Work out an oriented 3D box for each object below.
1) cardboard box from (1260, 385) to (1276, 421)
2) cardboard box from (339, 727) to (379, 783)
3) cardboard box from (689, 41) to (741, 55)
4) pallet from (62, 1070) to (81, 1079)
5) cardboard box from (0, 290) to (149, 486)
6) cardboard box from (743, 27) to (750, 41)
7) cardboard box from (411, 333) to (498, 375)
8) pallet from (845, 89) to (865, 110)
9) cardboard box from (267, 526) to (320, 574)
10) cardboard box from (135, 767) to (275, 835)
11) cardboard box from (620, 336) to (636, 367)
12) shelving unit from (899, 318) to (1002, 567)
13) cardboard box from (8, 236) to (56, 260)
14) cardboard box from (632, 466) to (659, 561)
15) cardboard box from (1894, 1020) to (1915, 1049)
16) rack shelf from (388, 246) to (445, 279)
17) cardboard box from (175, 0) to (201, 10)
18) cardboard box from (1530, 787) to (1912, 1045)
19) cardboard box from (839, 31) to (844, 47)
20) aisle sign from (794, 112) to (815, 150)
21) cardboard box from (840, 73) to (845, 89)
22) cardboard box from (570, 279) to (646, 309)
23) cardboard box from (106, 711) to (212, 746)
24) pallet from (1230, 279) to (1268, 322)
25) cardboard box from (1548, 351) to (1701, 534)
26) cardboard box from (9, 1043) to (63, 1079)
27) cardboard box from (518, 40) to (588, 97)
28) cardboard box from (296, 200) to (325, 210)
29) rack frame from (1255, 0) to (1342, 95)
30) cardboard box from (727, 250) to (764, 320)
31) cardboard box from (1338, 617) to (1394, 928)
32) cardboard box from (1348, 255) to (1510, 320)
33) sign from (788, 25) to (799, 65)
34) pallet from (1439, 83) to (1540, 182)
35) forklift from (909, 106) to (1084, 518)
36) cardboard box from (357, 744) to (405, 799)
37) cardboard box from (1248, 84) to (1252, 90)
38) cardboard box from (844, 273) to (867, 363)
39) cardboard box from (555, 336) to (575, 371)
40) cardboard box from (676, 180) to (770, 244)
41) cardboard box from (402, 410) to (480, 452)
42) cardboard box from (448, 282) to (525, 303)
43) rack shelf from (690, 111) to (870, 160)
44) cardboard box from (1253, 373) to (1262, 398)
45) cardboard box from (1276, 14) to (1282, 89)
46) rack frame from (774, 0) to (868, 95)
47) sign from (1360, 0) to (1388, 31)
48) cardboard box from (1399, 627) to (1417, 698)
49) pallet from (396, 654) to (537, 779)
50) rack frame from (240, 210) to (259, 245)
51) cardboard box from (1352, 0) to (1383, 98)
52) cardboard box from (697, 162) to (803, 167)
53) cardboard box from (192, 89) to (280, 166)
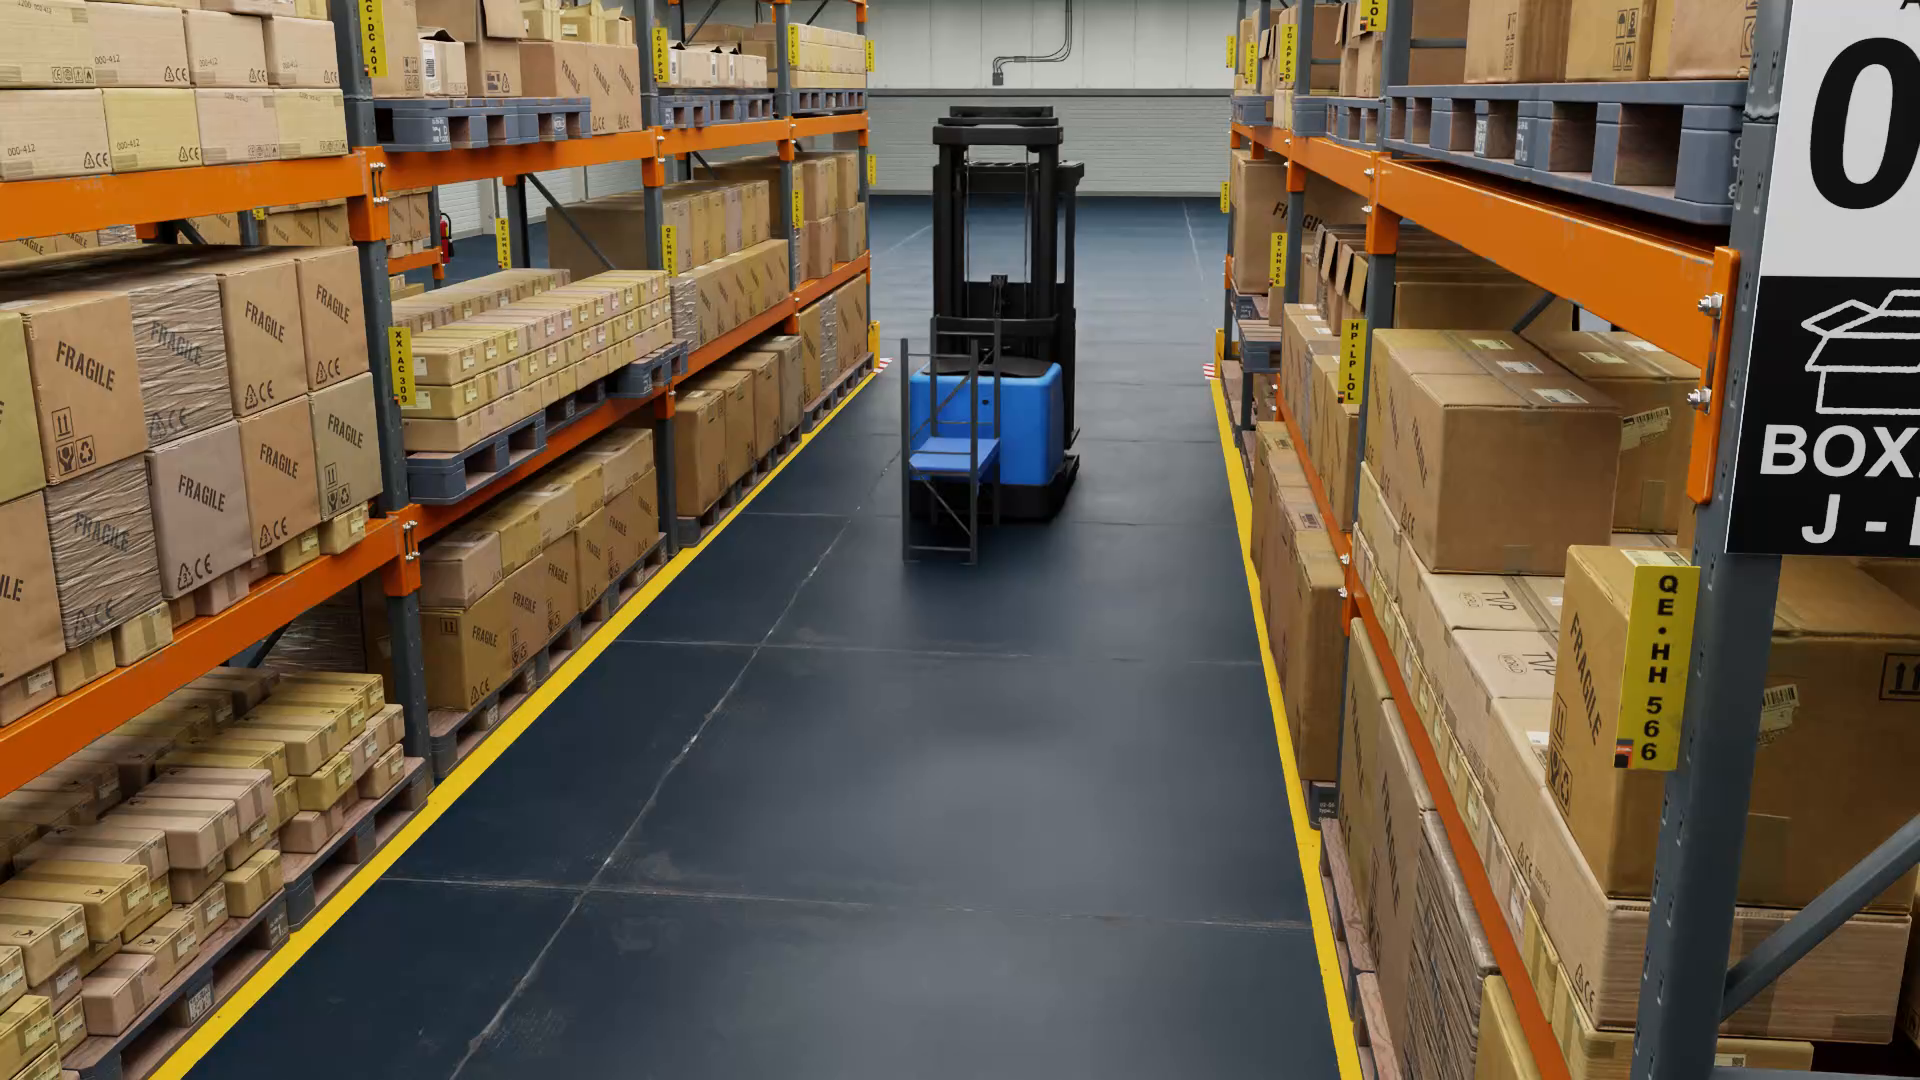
[{"bbox_3d":[2.786,-0.947,13.365,0.700,0.500,0.500,2,15,6],"label":"cardboard box"},{"bbox_3d":[-2.608,0.871,6.783,0.380,0.149,0.250,1,15,4],"label":"cardboard box"},{"bbox_3d":[-2.167,-4.301,14.797,0.500,0.250,0.500,2,15,6],"label":"cardboard box"},{"bbox_3d":[-3.186,1.833,4.478,1.003,0.211,1.213,2,15,6],"label":"pallet"},{"bbox_3d":[-2.822,-0.464,4.955,0.500,0.500,0.500,1,15,4],"label":"cardboard box"},{"bbox_3d":[-2.157,-4.658,15.353,0.380,0.149,0.250,2,15,7],"label":"cardboard box"},{"bbox_3d":[-2.343,-0.851,7.598,0.380,0.149,0.250,2,15,8],"label":"cardboard box"},{"bbox_3d":[-1.589,-4.646,17.519,1.003,0.211,1.213,2,15,6],"label":"pallet"},{"bbox_3d":[-2.680,0.019,6.327,0.380,0.149,0.250,2,15,8],"label":"cardboard box"},{"bbox_3d":[-2.708,0.936,5.973,0.380,0.149,0.250,1,15,4],"label":"cardboard box"},{"bbox_3d":[-2.108,-1.103,9.670,0.380,0.149,0.250,1,15,6],"label":"cardboard box"},{"bbox_3d":[-0.051,-0.692,11.349,0.538,1.500,1.048,3,15,9],"label":"shelving unit"},{"bbox_3d":[-7.016,-2.118,12.181,0.500,0.500,0.500,2,15,9],"label":"cardboard box"},{"bbox_3d":[-2.233,-0.176,10.550,0.500,0.500,0.500,2,15,6],"label":"cardboard box"},{"bbox_3d":[1.991,0.861,3.212,0.380,0.149,0.250,1,15,5],"label":"cardboard box"},{"bbox_3d":[-6.672,-2.687,17.230,1.077,0.370,4.000,2,15,6],"label":"rack shelf"},{"bbox_3d":[-2.786,-1.843,5.550,0.380,0.149,0.250,2,15,8],"label":"cardboard box"},{"bbox_3d":[1.386,0.684,3.103,0.500,0.250,0.500,1,15,5],"label":"cardboard box"},{"bbox_3d":[-1.361,-4.969,16.502,0.380,0.149,0.250,1,15,5],"label":"cardboard box"},{"bbox_3d":[-1.806,-4.715,18.373,0.394,0.787,0.004,2,15,6],"label":"aisle sign"},{"bbox_3d":[-1.361,-4.585,16.611,0.380,0.149,0.250,2,15,7],"label":"cardboard box"},{"bbox_3d":[-2.079,-1.453,9.827,0.380,0.149,0.250,2,15,8],"label":"cardboard box"},{"bbox_3d":[-3.184,0.785,6.528,0.380,0.149,0.250,1,15,5],"label":"cardboard box"},{"bbox_3d":[2.719,-1.937,13.446,1.003,0.211,1.213,2,15,6],"label":"pallet"},{"bbox_3d":[2.200,-0.325,5.397,0.500,0.500,0.500,2,15,7],"label":"cardboard box"},{"bbox_3d":[-2.837,1.566,4.783,0.380,0.149,0.250,2,15,7],"label":"cardboard box"},{"bbox_3d":[-2.335,-2.439,8.999,0.500,0.500,0.500,2,15,6],"label":"cardboard box"},{"bbox_3d":[-6.553,-3.429,15.921,0.700,0.500,0.500,2,15,7],"label":"cardboard box"},{"bbox_3d":[2.949,-5.119,13.355,1.000,3.000,0.127,2,15,6],"label":"rack frame"},{"bbox_3d":[-1.875,-2.039,13.263,0.500,0.500,0.500,2,15,7],"label":"cardboard box"},{"bbox_3d":[1.893,0.843,6.063,0.875,0.875,0.875,2,15,6],"label":"cardboard box"},{"bbox_3d":[2.200,-1.025,7.591,0.797,0.503,0.637,2,15,7],"label":"cardboard box"},{"bbox_3d":[-1.427,-4.232,14.225,0.100,0.325,0.005,2,15,6],"label":"sign"},{"bbox_3d":[1.804,-1.026,4.134,1.003,0.211,1.213,2,15,6],"label":"pallet"},{"bbox_3d":[0.375,-1.908,13.103,1.130,2.935,3.031,3,15,9],"label":"forklift"},{"bbox_3d":[-2.576,0.964,7.006,0.380,0.149,0.250,2,15,7],"label":"cardboard box"},{"bbox_3d":[2.768,-4.091,14.821,0.380,0.149,0.250,1,15,5],"label":"cardboard box"},{"bbox_3d":[-1.527,-2.432,18.177,0.875,0.875,0.875,2,15,7],"label":"cardboard box"},{"bbox_3d":[-2.226,-0.975,8.628,0.380,0.149,0.250,1,15,5],"label":"cardboard box"},{"bbox_3d":[-2.018,-2.798,14.155,0.700,0.500,0.500,1,15,5],"label":"cardboard box"},{"bbox_3d":[-2.369,-0.491,7.408,0.380,0.149,0.250,1,15,4],"label":"cardboard box"},{"bbox_3d":[-2.754,-1.411,9.670,0.380,0.149,0.250,1,15,4],"label":"cardboard box"},{"bbox_3d":[-1.742,-4.015,16.396,1.077,0.370,4.000,2,15,6],"label":"rack shelf"},{"bbox_3d":[3.083,-1.634,15.943,0.500,0.500,0.500,0,15,1],"label":"cardboard box"},{"bbox_3d":[2.422,-3.316,11.283,0.500,0.500,0.500,2,15,7],"label":"cardboard box"},{"bbox_3d":[-1.516,-6.329,17.829,1.000,3.000,0.127,2,15,6],"label":"rack frame"},{"bbox_3d":[1.506,-2.011,6.014,0.100,0.325,0.005,2,15,6],"label":"sign"},{"bbox_3d":[1.537,0.376,5.007,0.380,0.149,0.250,2,15,7],"label":"cardboard box"},{"bbox_3d":[-2.784,0.823,8.213,1.003,0.211,1.213,2,15,6],"label":"pallet"},{"bbox_3d":[-6.897,-2.515,15.218,1.000,3.000,0.127,2,15,6],"label":"rack frame"},{"bbox_3d":[2.289,-2.356,7.880,0.797,0.503,0.637,1,15,5],"label":"cardboard box"},{"bbox_3d":[-1.945,-3.230,15.505,0.875,0.550,0.550,2,15,6],"label":"cardboard box"},{"bbox_3d":[-2.725,-1.432,5.752,0.500,0.250,0.500,2,15,6],"label":"cardboard box"}]
